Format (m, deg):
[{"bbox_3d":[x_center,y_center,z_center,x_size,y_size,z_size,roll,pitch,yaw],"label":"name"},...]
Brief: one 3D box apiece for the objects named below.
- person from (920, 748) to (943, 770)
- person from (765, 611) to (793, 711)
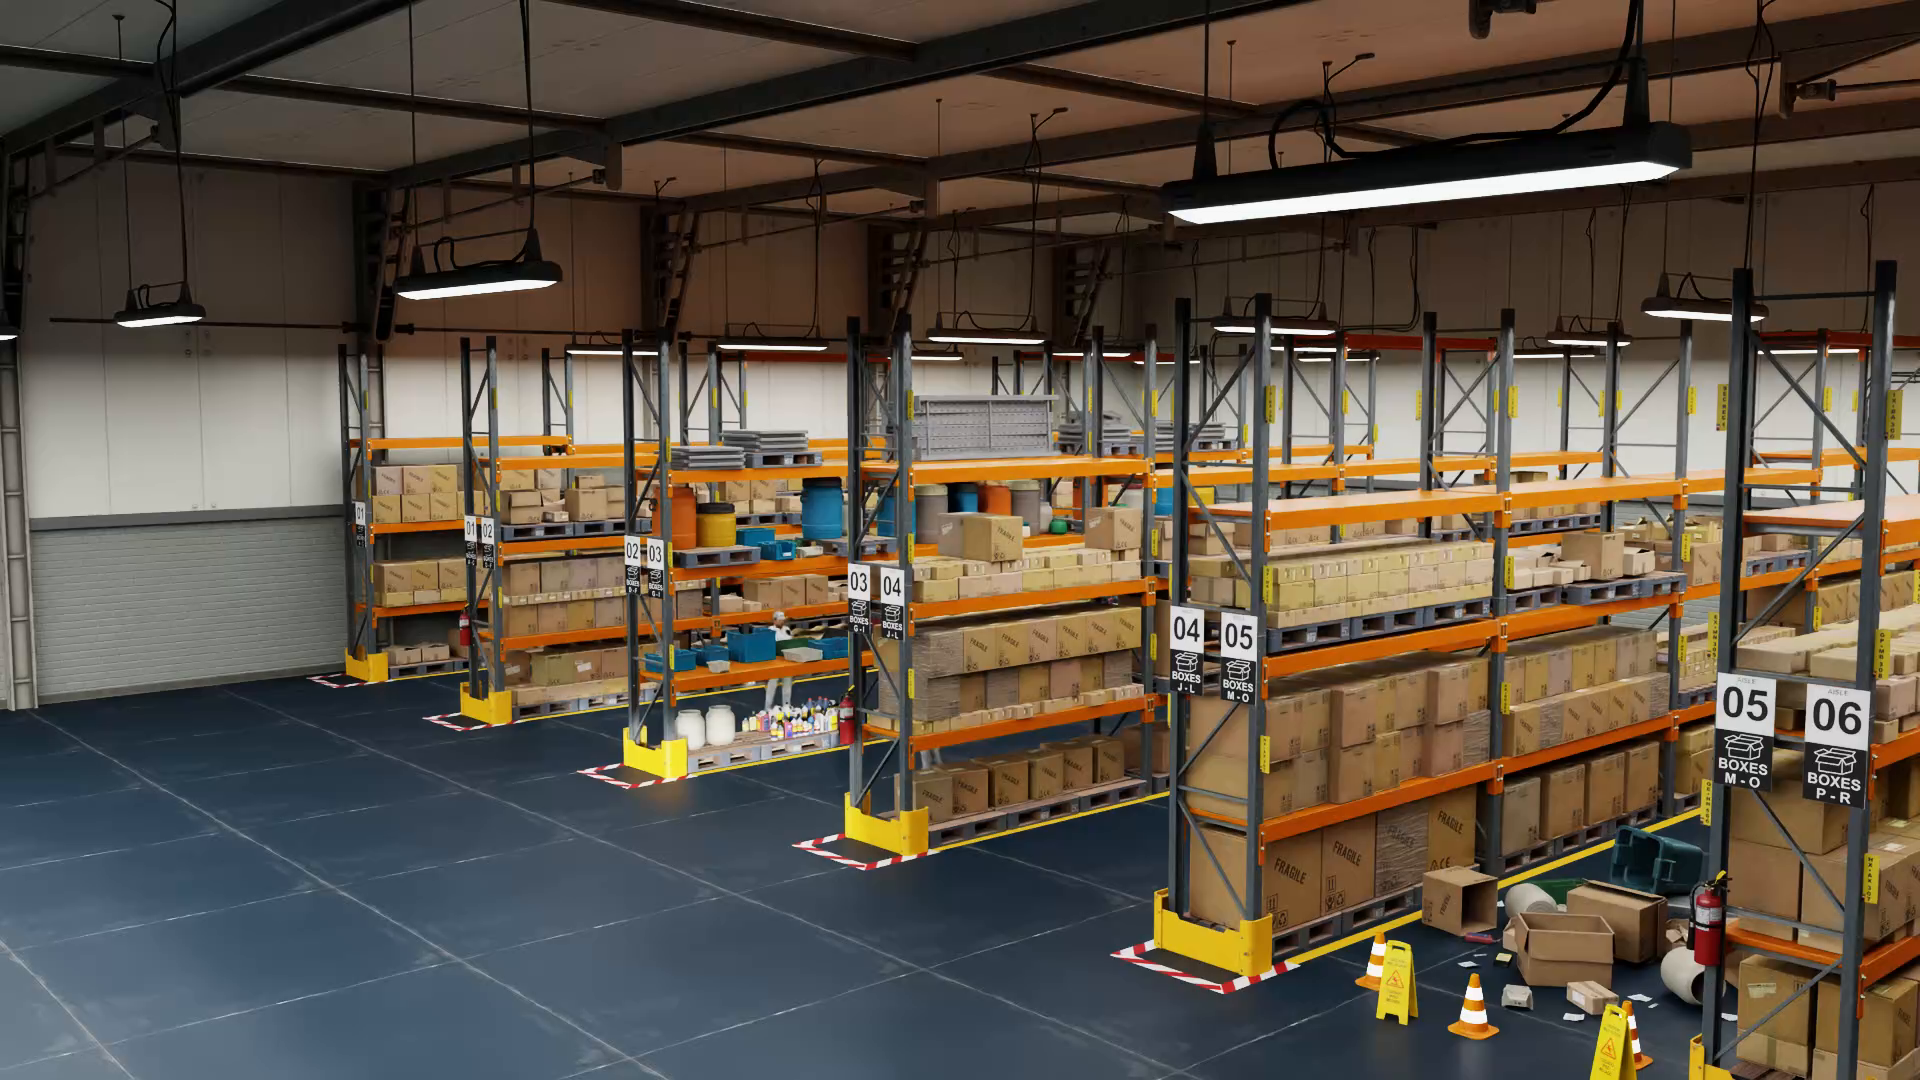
[{"bbox_3d":[-0.423,2.414,21.714,0.369,1.605,0.438,5,7,42],"label":"person"},{"bbox_3d":[-2.884,1.998,26.510,0.557,1.734,0.388,-3,6,-31],"label":"person"}]
